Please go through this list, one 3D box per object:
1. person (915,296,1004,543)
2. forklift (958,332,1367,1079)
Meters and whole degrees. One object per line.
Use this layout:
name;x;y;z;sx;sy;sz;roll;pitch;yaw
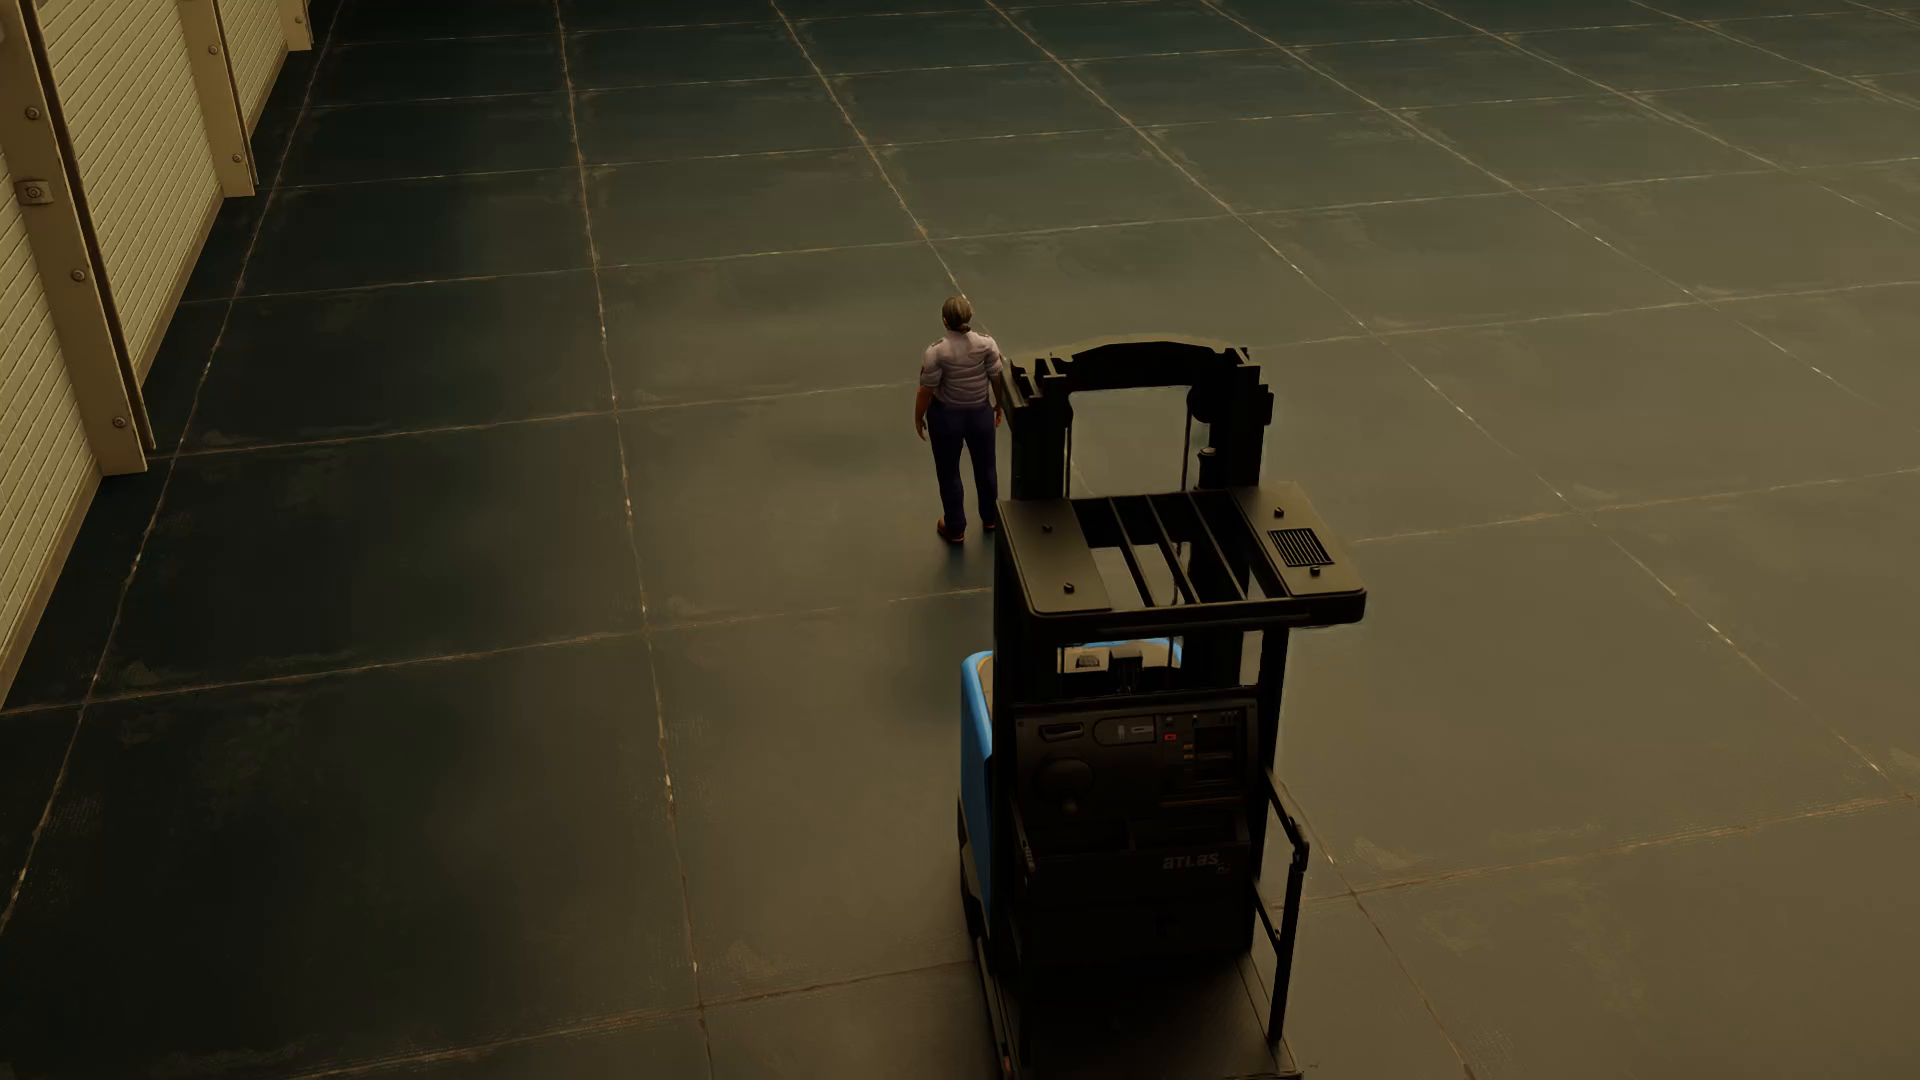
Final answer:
person;0.001;-0.766;10.163;0.598;1.651;0.503;-7;31;-12
forklift;0.698;0.864;6.082;1.130;2.935;3.031;-4;30;-7
